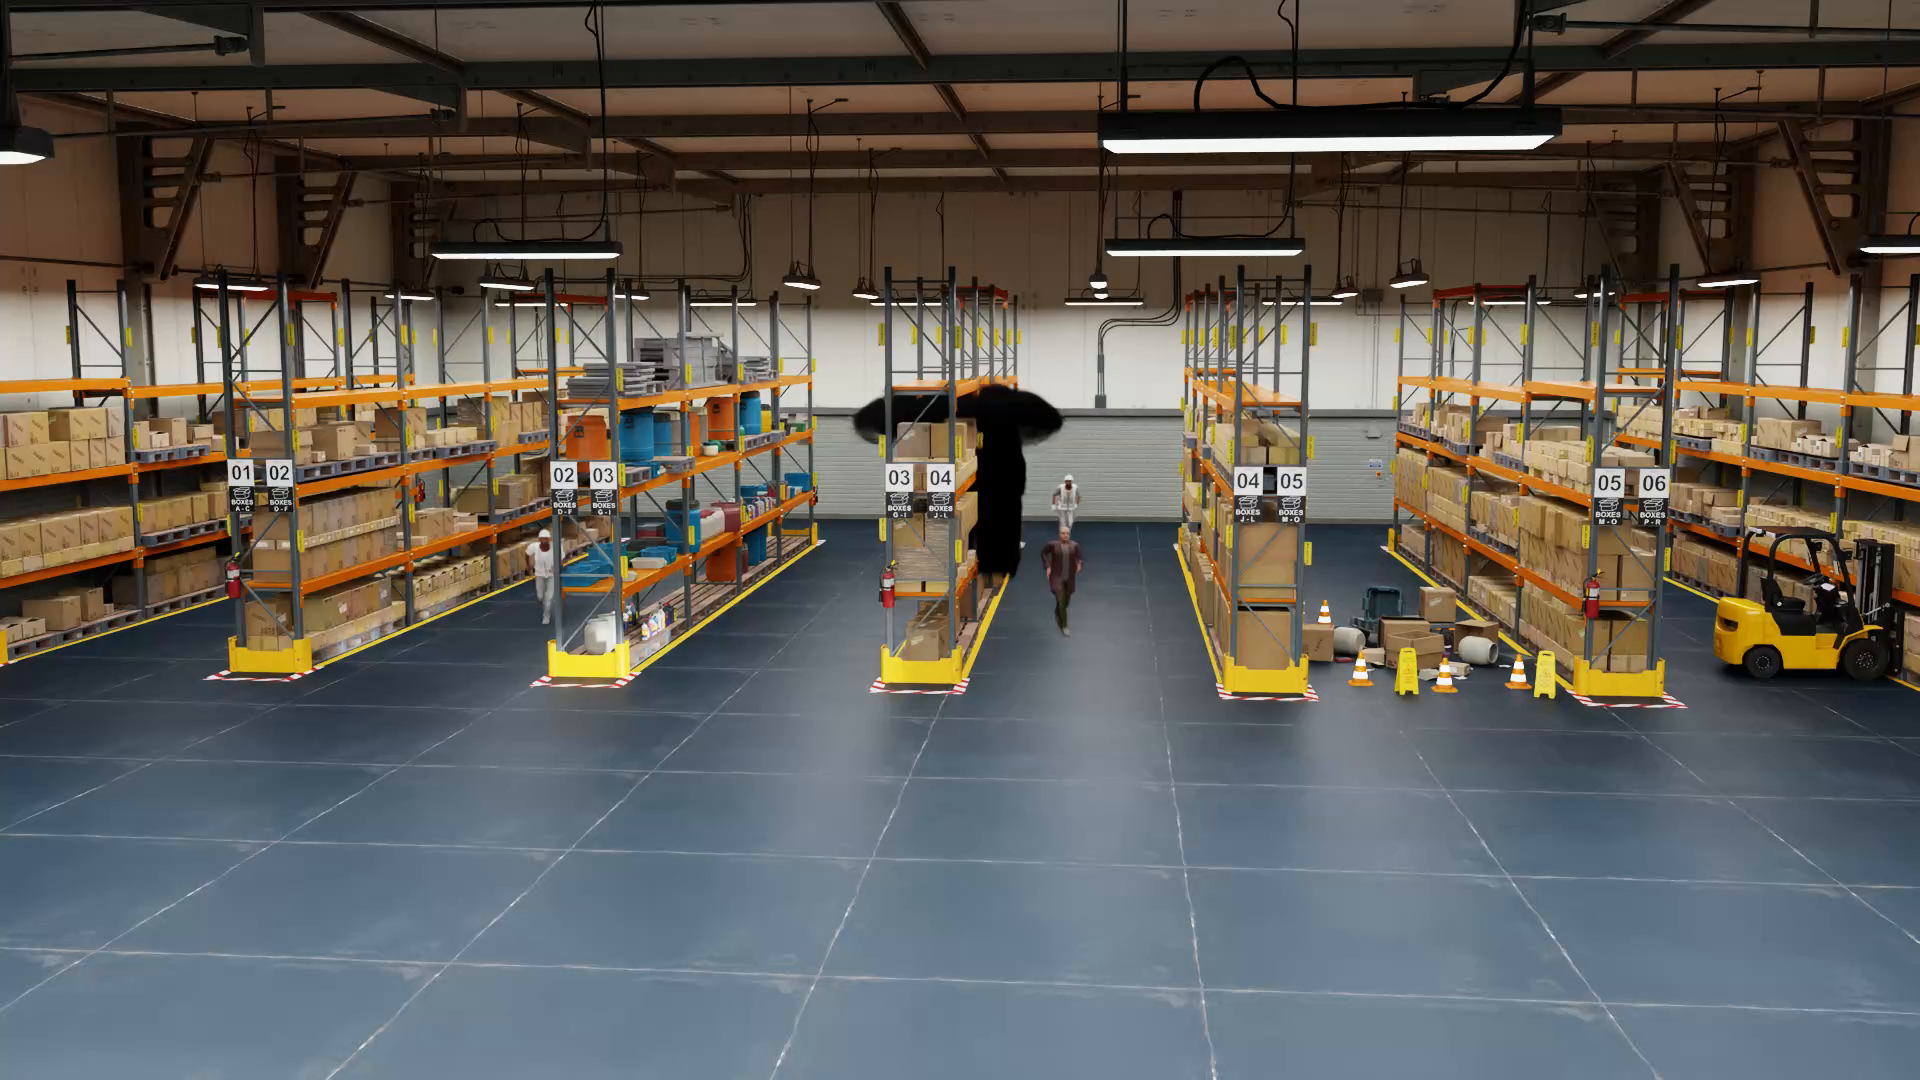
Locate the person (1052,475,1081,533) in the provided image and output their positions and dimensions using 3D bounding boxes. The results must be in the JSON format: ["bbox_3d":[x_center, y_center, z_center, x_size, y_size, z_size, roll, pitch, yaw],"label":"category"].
[{"bbox_3d":[2.586,-0.741,40.357,0.677,1.708,0.706,-1,7,-10],"label":"person"}]

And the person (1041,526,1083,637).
[{"bbox_3d":[1.694,0.646,27.570,0.668,1.780,1.033,-2,7,-13],"label":"person"}]

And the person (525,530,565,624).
[{"bbox_3d":[-7.277,0.640,29.188,0.703,1.685,0.731,-1,7,-9],"label":"person"}]

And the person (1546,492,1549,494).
[{"bbox_3d":[13.160,-0.325,37.168,0.574,1.654,0.955,-4,8,-27],"label":"person"}]

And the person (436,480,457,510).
[{"bbox_3d":[-12.197,-0.631,39.743,0.571,1.670,1.036,0,7,-2],"label":"person"}]
